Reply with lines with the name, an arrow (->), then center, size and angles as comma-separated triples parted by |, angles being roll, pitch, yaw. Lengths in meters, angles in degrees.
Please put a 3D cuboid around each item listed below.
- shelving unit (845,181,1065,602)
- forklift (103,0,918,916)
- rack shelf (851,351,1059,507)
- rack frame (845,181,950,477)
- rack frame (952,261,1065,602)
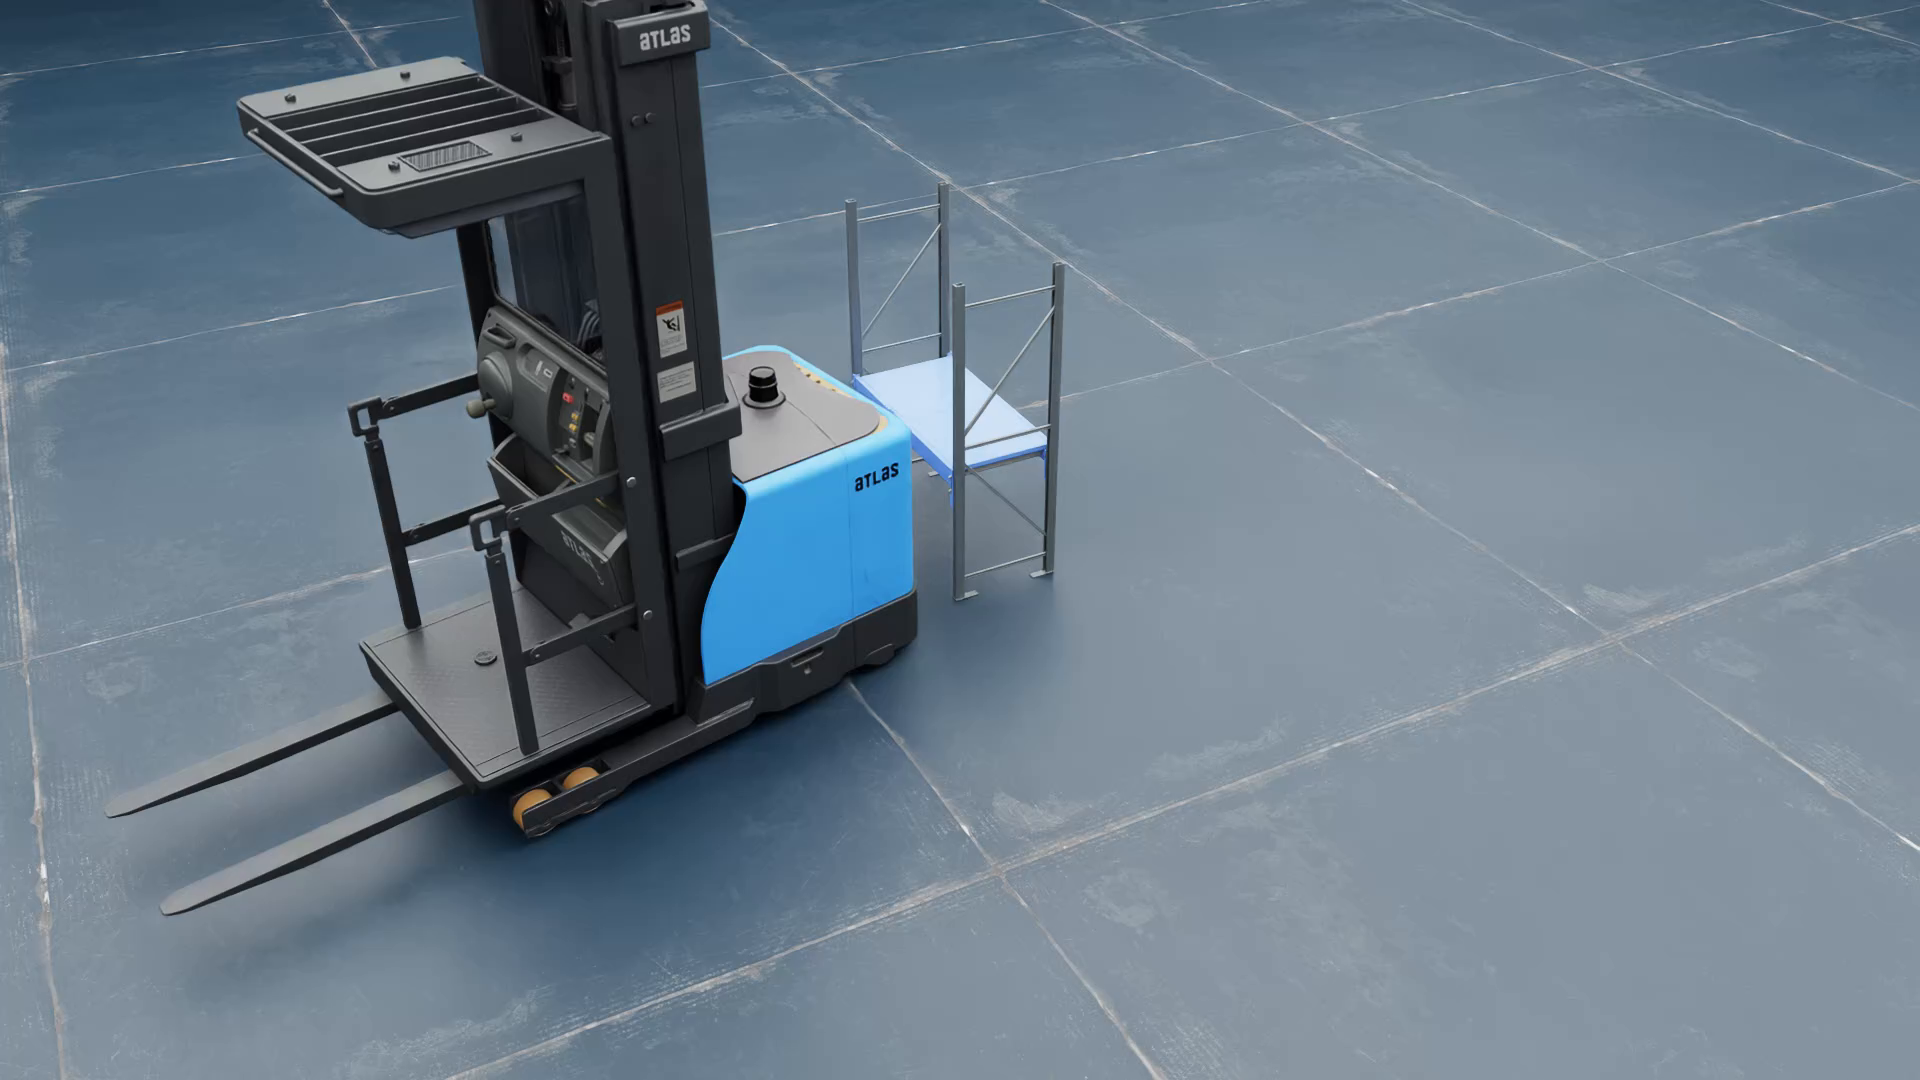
shelving unit -> -0.040, -0.672, 7.409 | 0.538, 1.500, 1.048 | -16, 36, -23
forklift -> -1.637, -0.478, 5.779 | 3.031, 2.935, 1.130 | -24, 40, -32
rack shelf -> -0.040, -0.521, 7.506 | 0.538, 0.185, 1.000 | -16, 36, -23
rack frame -> -0.277, -0.915, 7.788 | 0.500, 1.500, 0.032 | -16, 36, -23
rack frame -> 0.197, -0.430, 7.030 | 0.500, 1.500, 0.032 | -16, 36, -23
